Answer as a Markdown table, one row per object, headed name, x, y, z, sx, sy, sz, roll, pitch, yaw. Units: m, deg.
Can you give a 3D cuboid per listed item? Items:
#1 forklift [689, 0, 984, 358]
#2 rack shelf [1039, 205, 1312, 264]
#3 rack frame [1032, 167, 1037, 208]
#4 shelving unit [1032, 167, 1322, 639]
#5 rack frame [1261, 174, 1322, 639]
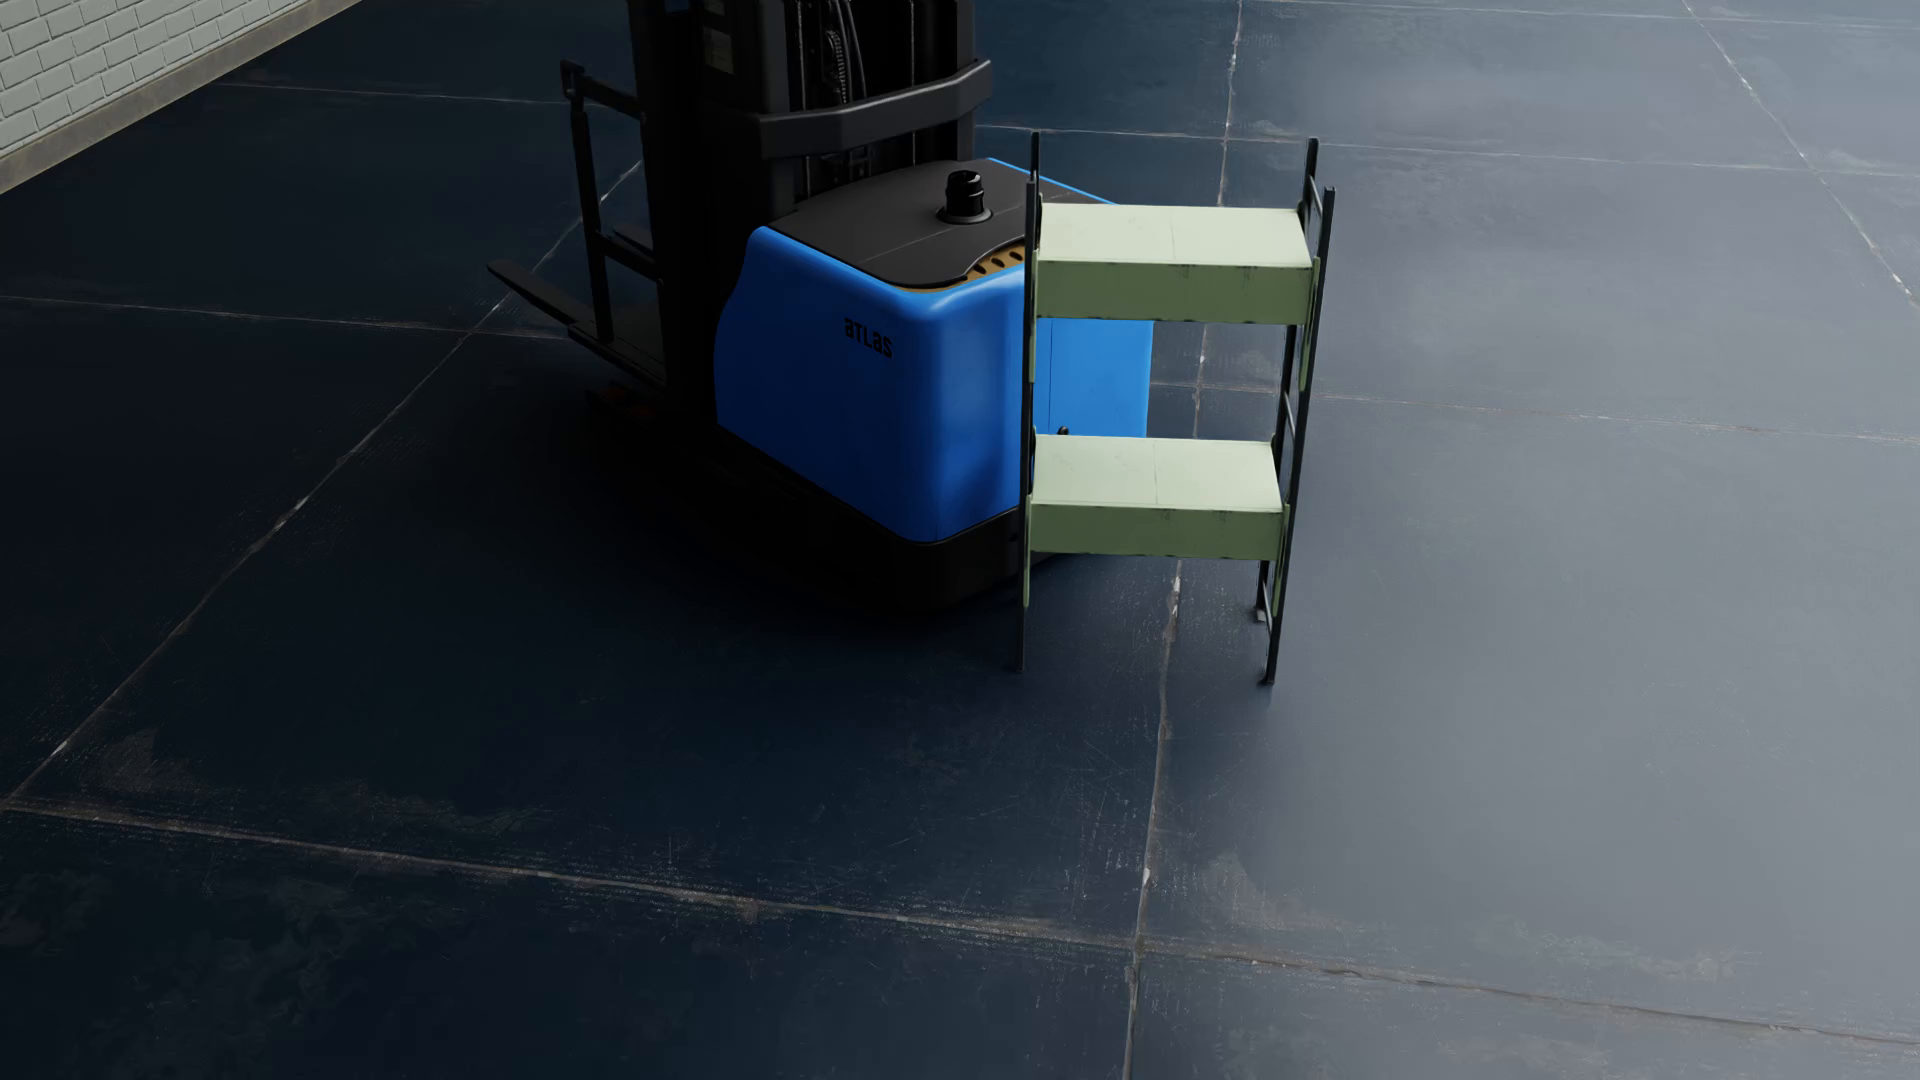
| name | x | y | z | sx | sy | sz | roll | pitch | yaw |
| --- | --- | --- | --- | --- | --- | --- | --- | --- | --- |
| forklift | -0.719 | -1.729 | 5.519 | 1.109 | 2.935 | 3.031 | -25 | 40 | -34 |
| rack shelf | 0.554 | -0.779 | 4.364 | 0.686 | 0.052 | 0.368 | 2 | 32 | 3 |
| rack frame | 0.189 | -0.348 | 4.662 | 0.010 | 1.308 | 0.380 | 2 | 32 | 3 |
| shelving unit | 0.554 | -0.335 | 4.640 | 0.742 | 1.308 | 0.380 | 2 | 32 | 3 |
| rack frame | 0.919 | -0.321 | 4.619 | 0.010 | 1.308 | 0.380 | 2 | 32 | 3 |
